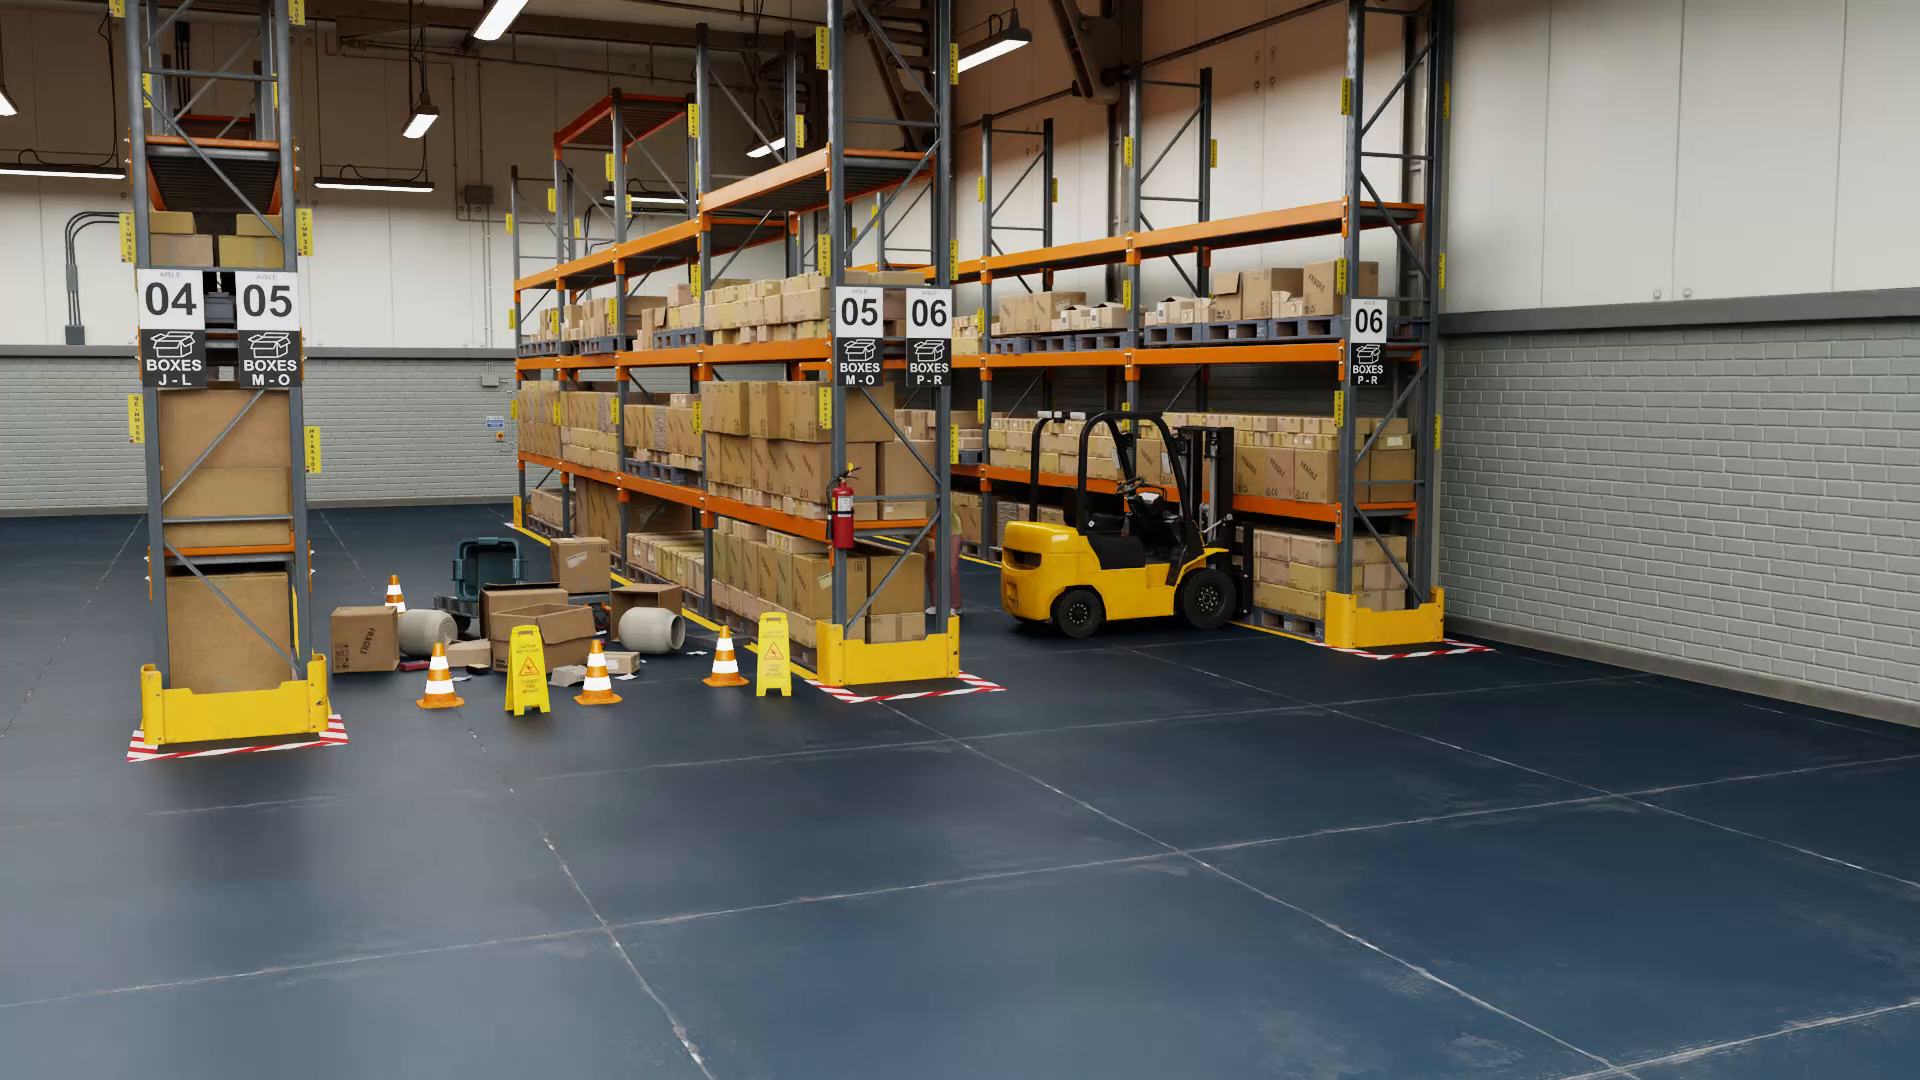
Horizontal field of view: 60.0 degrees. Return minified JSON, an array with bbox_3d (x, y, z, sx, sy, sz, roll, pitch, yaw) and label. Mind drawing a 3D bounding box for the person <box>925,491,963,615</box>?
[{"bbox_3d":[-0.213,0.000,17.414,0.410,1.595,0.554,4,7,36],"label":"person"}]
